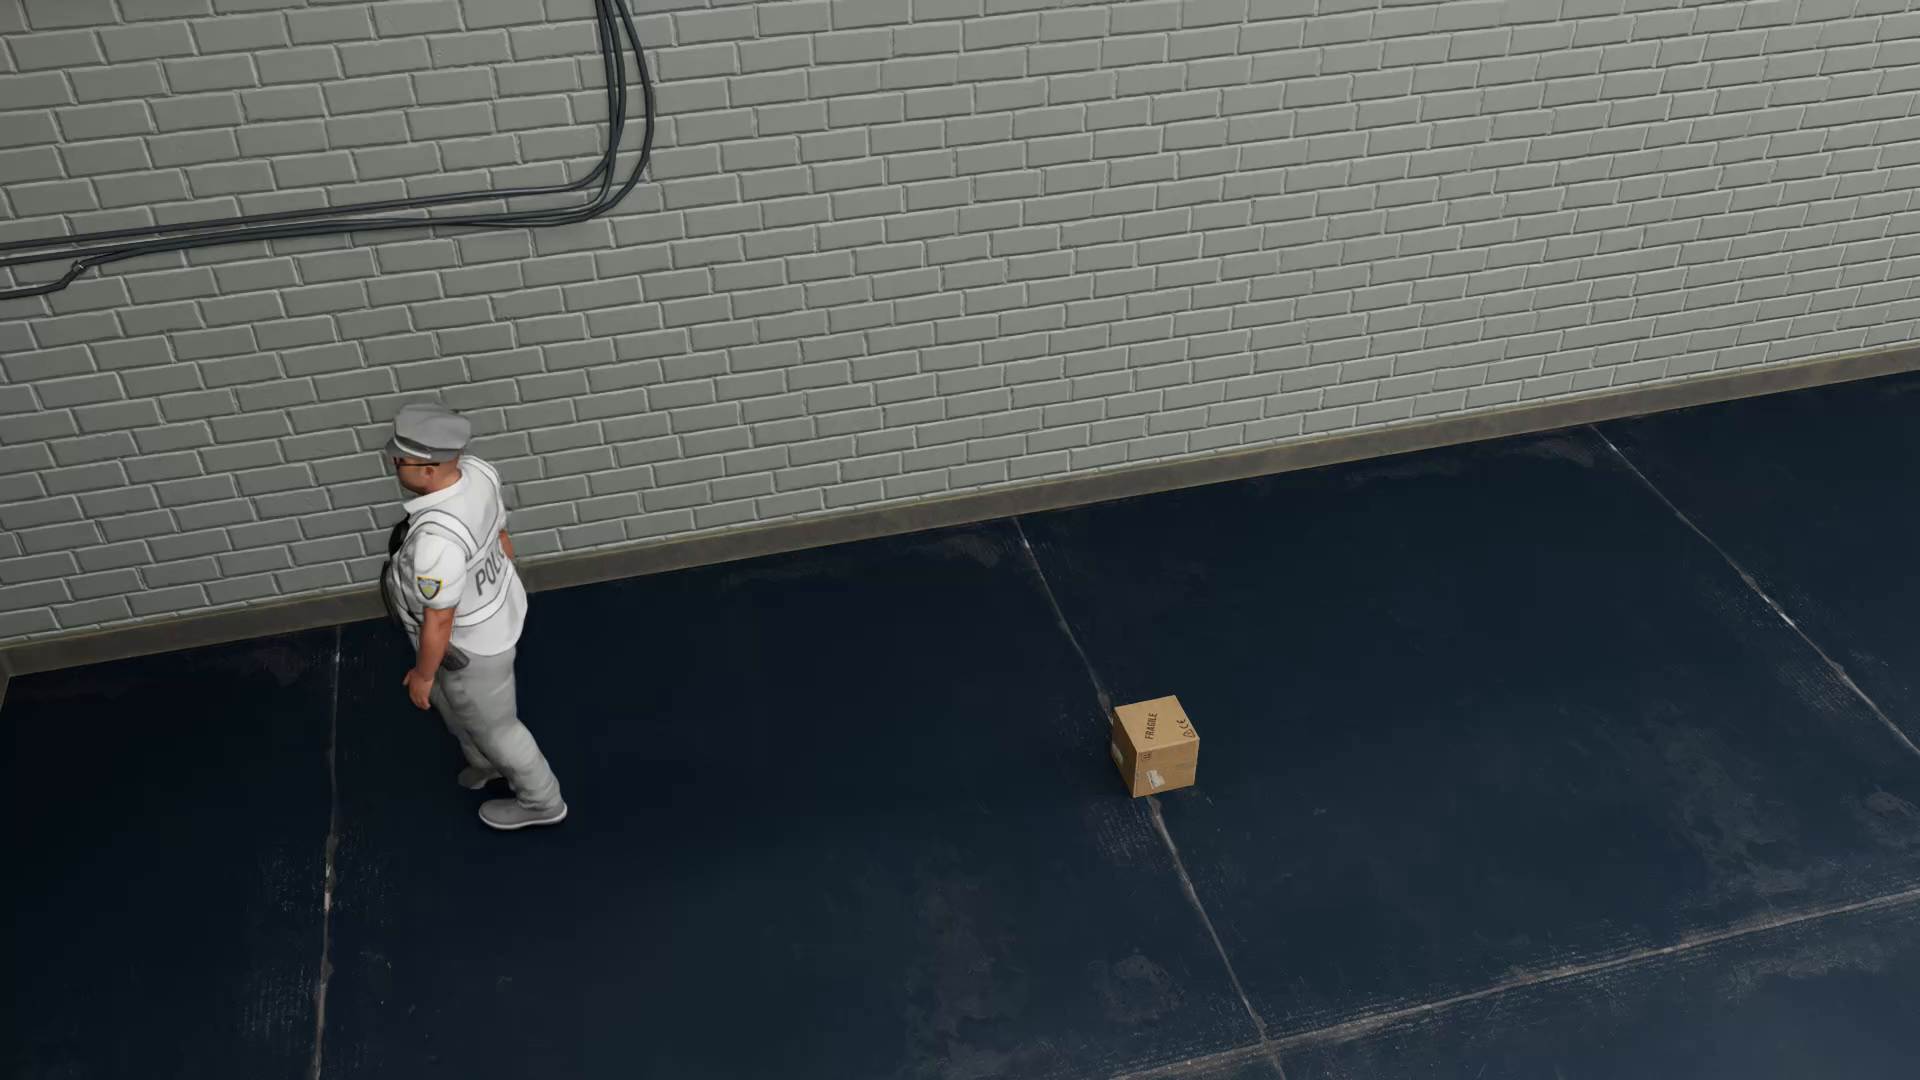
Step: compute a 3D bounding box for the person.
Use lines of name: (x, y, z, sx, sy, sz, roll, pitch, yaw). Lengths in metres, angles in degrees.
person: (-1.715, 0.329, 5.735, 0.508, 1.848, 0.574, -1, 38, -1)
